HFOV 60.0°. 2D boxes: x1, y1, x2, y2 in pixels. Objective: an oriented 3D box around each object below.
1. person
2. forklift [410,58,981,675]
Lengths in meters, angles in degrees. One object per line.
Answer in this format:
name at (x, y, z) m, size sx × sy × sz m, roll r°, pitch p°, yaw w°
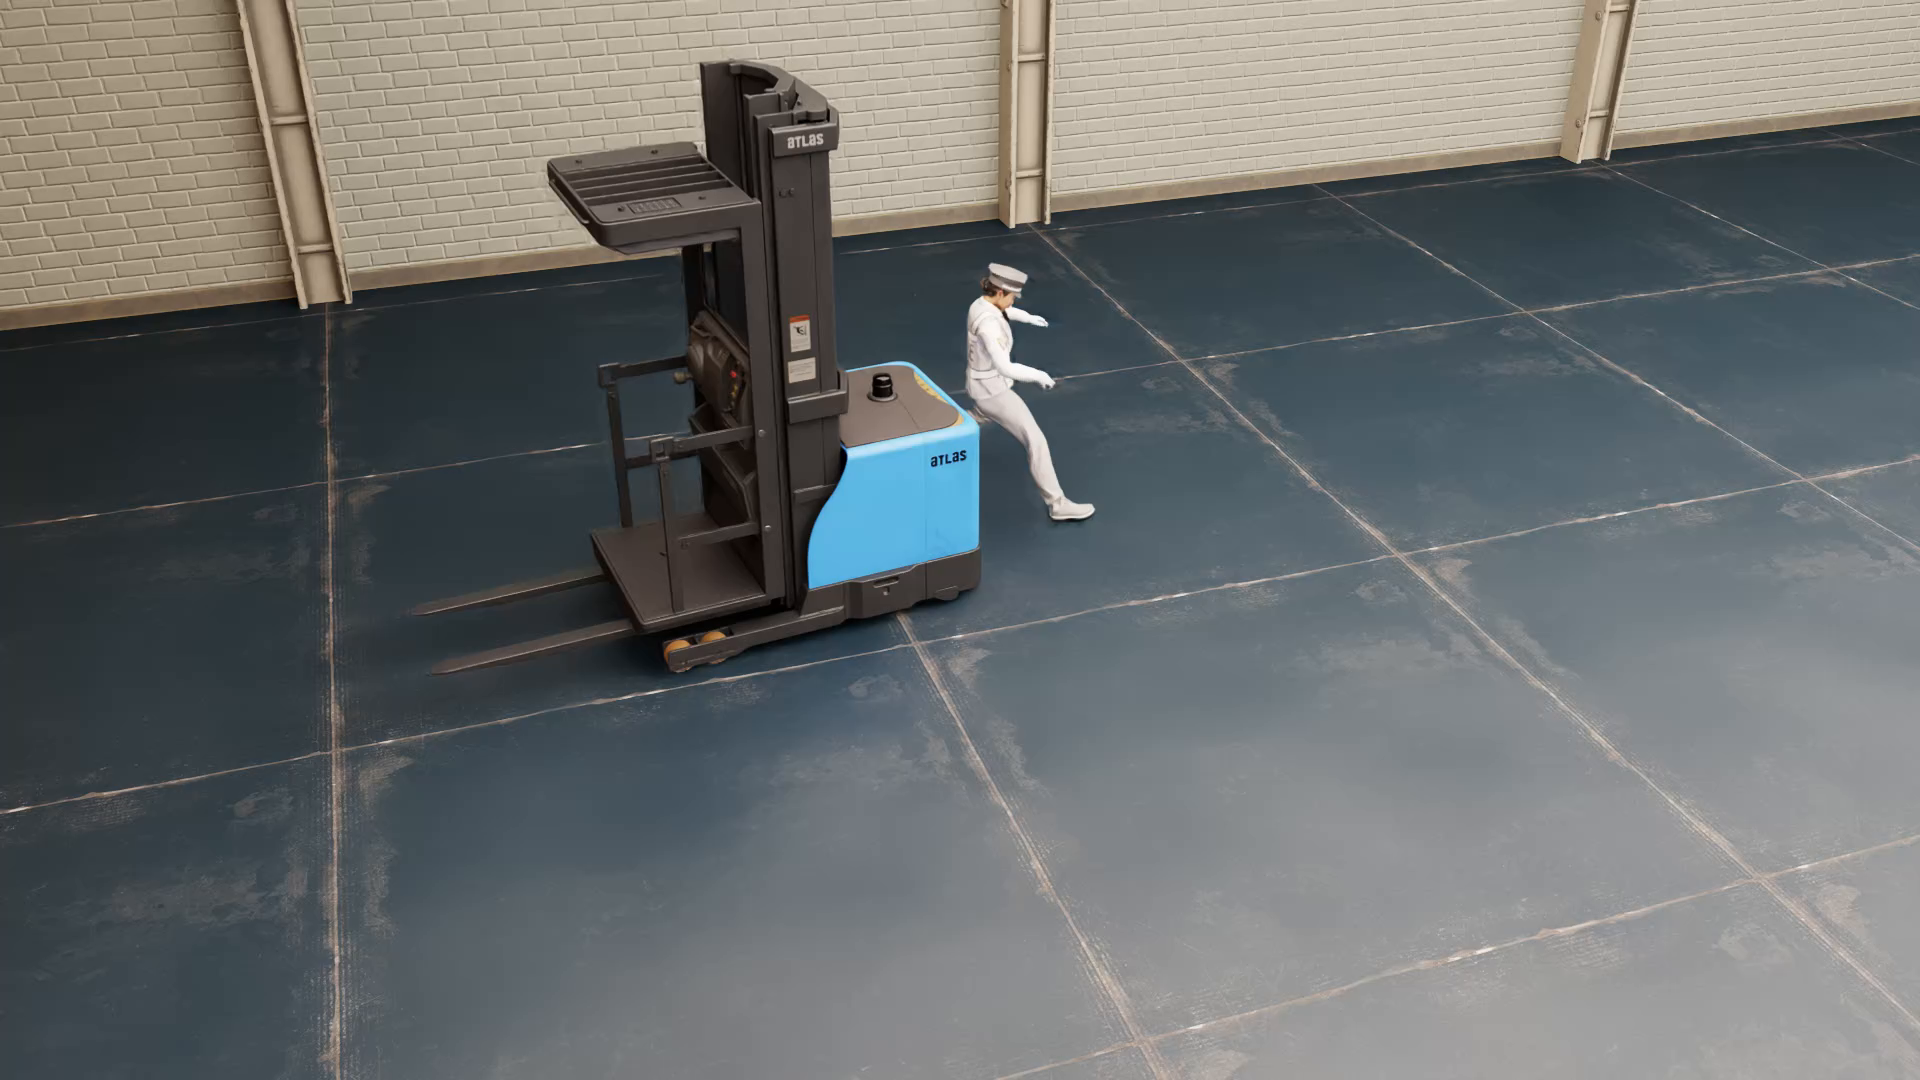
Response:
person at (0.316, -1.014, 10.318) m, size 0.910 × 1.481 × 1.176 m, roll -4°, pitch 30°, yaw -6°
forklift at (-1.439, -0.871, 8.601) m, size 3.031 × 2.935 × 1.130 m, roll -13°, pitch 32°, yaw -22°
